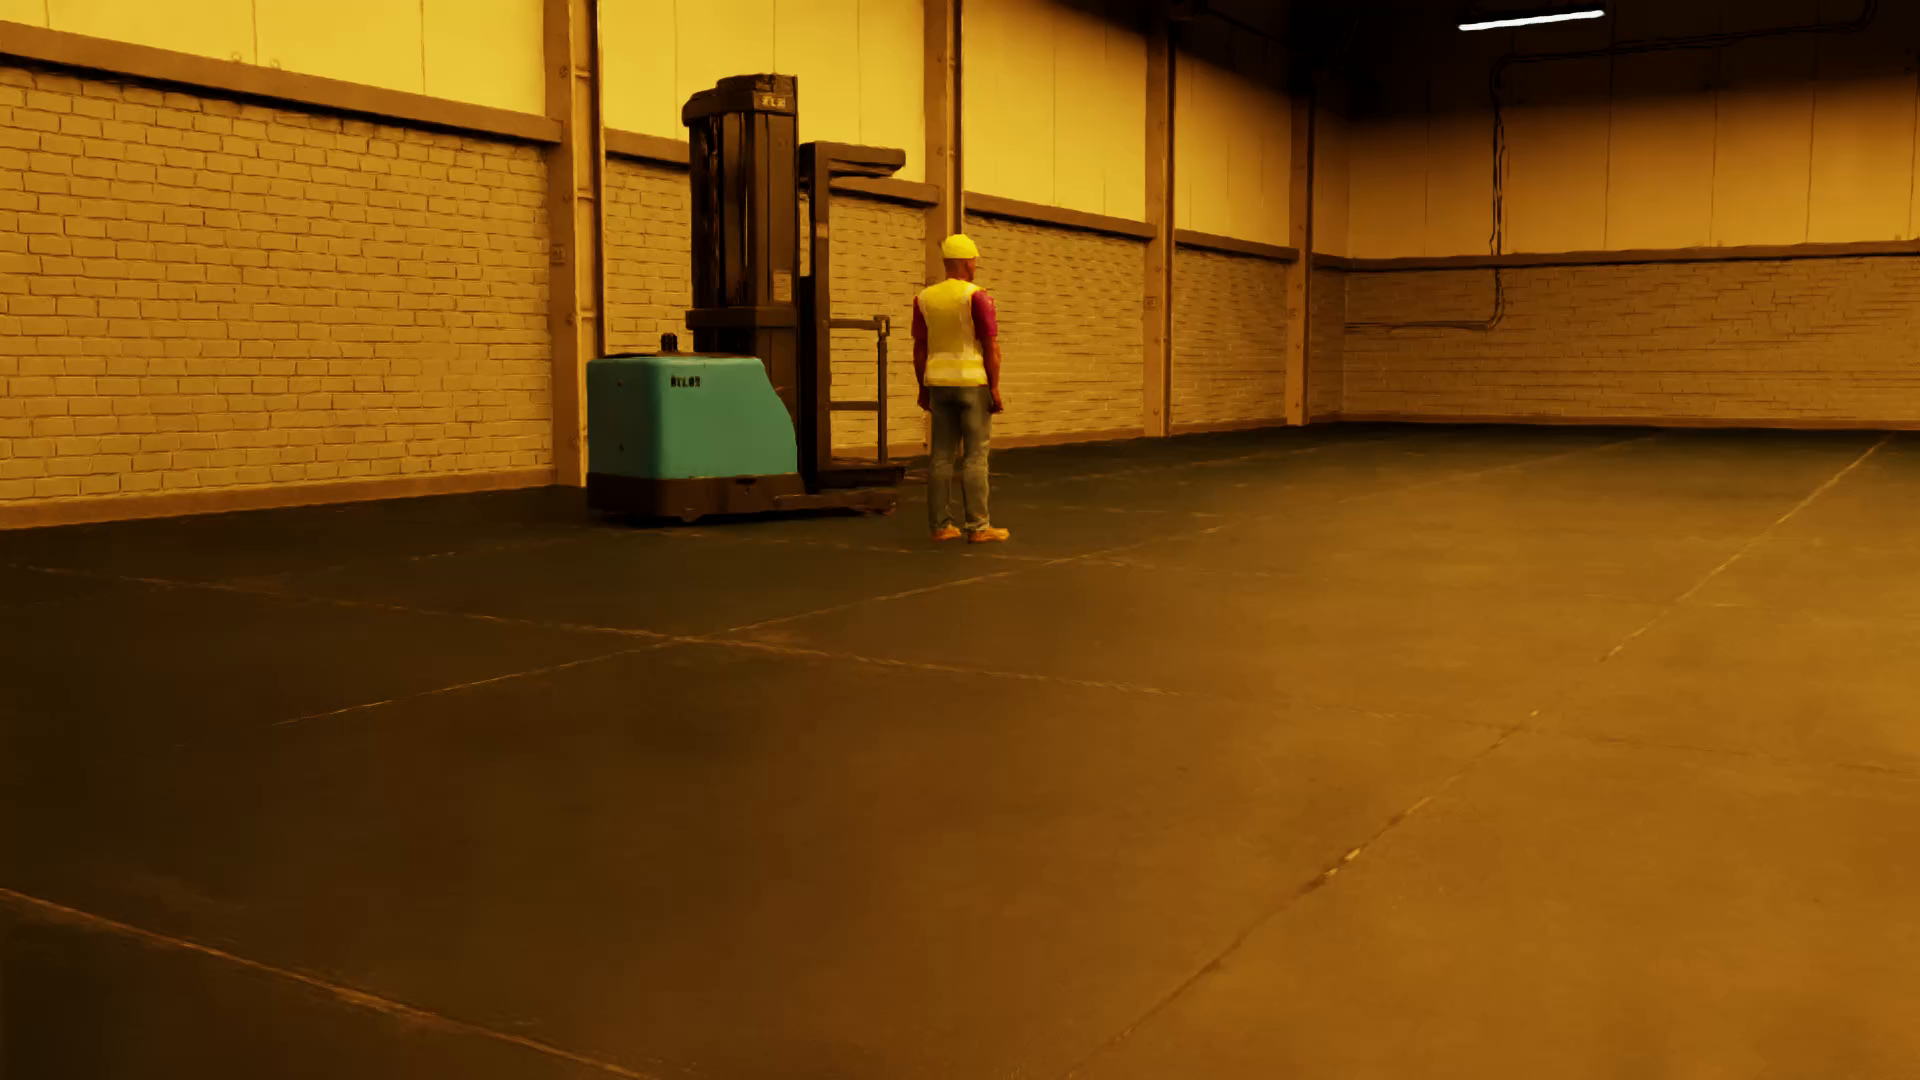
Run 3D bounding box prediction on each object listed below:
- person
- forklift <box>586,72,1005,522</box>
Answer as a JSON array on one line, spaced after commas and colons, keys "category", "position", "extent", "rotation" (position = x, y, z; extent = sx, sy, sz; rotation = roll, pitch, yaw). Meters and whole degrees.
[{"category": "person", "position": [0.006, -0.881, 9.694], "extent": [0.559, 1.771, 0.367], "rotation": [4, 7, 31]}, {"category": "forklift", "position": [-1.052, -1.666, 11.647], "extent": [3.031, 2.935, 1.130], "rotation": [-5, 8, -38]}]
